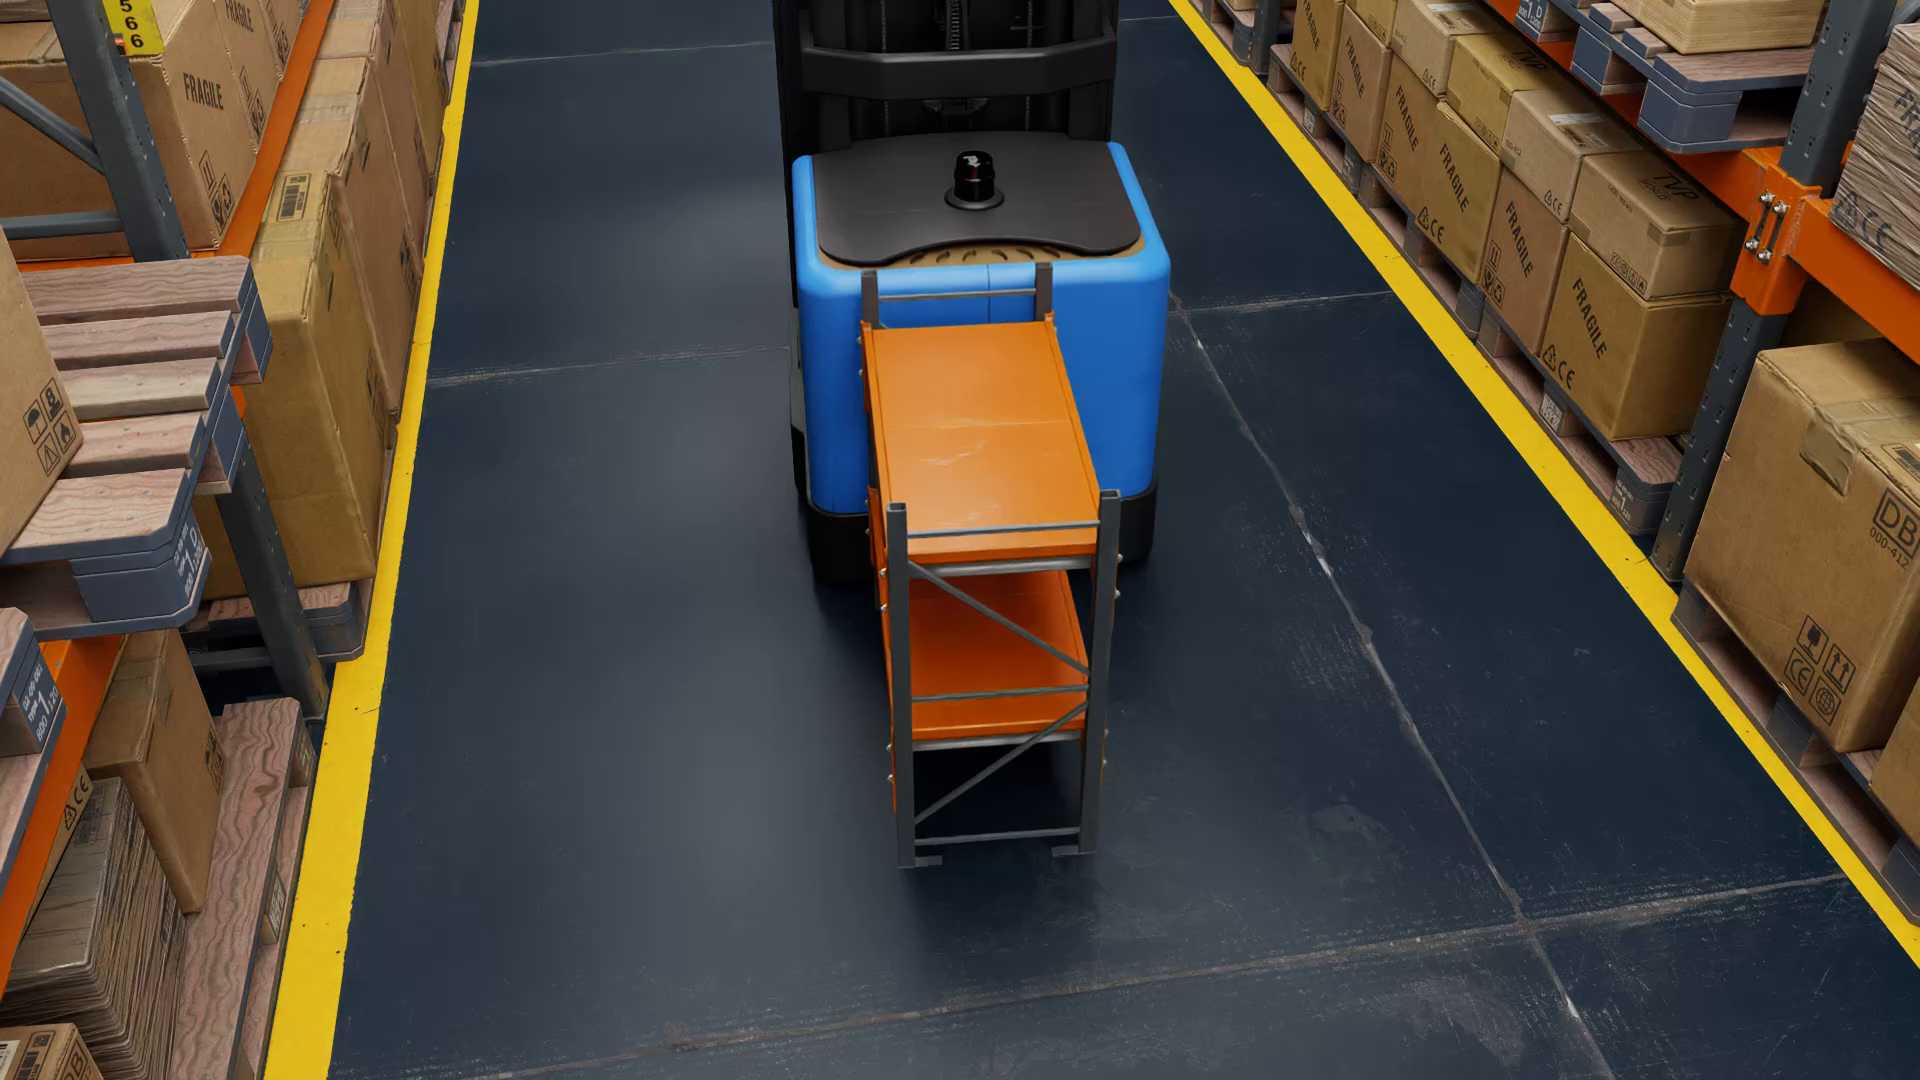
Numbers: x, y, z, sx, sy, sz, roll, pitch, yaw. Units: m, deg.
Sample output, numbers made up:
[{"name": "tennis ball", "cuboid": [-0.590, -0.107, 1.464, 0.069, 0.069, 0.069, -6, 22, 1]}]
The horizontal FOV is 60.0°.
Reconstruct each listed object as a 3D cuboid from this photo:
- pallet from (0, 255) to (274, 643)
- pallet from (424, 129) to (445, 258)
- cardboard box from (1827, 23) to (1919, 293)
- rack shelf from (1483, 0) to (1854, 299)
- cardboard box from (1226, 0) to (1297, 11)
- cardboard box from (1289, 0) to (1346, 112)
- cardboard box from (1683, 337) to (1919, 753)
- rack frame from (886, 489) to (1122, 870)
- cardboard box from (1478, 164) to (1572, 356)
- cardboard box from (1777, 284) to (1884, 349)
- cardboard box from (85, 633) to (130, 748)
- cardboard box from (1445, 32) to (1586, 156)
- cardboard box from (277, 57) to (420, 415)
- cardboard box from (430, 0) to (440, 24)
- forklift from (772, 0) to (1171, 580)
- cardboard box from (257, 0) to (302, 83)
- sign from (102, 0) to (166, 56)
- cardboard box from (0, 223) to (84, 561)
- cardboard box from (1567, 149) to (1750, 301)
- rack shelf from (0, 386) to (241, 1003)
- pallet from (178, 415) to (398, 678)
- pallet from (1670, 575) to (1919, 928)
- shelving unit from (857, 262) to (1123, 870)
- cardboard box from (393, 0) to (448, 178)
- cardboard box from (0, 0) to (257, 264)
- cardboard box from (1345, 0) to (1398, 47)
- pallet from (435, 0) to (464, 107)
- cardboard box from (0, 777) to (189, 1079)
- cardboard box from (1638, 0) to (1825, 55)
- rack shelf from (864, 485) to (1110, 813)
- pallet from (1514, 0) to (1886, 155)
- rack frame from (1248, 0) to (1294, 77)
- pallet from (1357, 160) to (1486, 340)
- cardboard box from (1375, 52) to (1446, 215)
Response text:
[{"name": "pallet", "cuboid": [-2.031, -0.169, 3.179, 1.213, 0.211, 1.003, -6, 38, -8]}, {"name": "pallet", "cuboid": [-2.752, -1.521, 7.035, 1.003, 0.211, 1.213, -6, 38, -8]}, {"name": "cardboard box", "cuboid": [2.453, -0.876, 3.851, 0.500, 0.500, 0.500, -6, 38, -7]}, {"name": "rack shelf", "cuboid": [2.290, -2.060, 6.043, 1.077, 0.370, 4.000, -6, 38, -8]}, {"name": "cardboard box", "cuboid": [1.535, -2.793, 8.381, 0.380, 0.149, 0.250, -6, 38, -7]}, {"name": "cardboard box", "cuboid": [1.807, -2.256, 7.404, 0.500, 0.500, 0.500, -5, 38, -6]}, {"name": "cardboard box", "cuboid": [2.658, -0.036, 4.343, 1.050, 0.750, 0.750, -7, 38, -9]}, {"name": "rack frame", "cuboid": [0.094, 0.360, 3.870, 0.500, 1.125, 0.032, -4, 38, -5]}, {"name": "cardboard box", "cuboid": [2.180, -0.998, 5.785, 0.500, 0.500, 0.500, -5, 38, -6]}, {"name": "cardboard box", "cuboid": [2.767, -0.770, 5.491, 0.500, 0.500, 0.500, -8, 39, -10]}, {"name": "cardboard box", "cuboid": [-2.114, 0.255, 3.545, 0.500, 0.250, 0.500, -5, 38, -6]}, {"name": "cardboard box", "cuboid": [2.089, -1.609, 5.960, 0.500, 0.250, 0.500, -5, 38, -7]}, {"name": "cardboard box", "cuboid": [-2.510, -0.949, 5.416, 1.225, 0.875, 0.875, -6, 38, -8]}, {"name": "cardboard box", "cuboid": [-2.999, -2.814, 7.817, 0.875, 0.875, 0.875, -6, 38, -8]}, {"name": "forklift", "cuboid": [-0.070, -1.931, 5.346, 1.130, 2.935, 3.031, -4, 38, -4]}, {"name": "cardboard box", "cuboid": [-2.264, -1.647, 4.843, 0.500, 0.500, 0.500, -7, 38, -9]}, {"name": "sign", "cuboid": [-1.728, -1.154, 3.411, 0.100, 0.325, 0.005, -6, 38, -8]}, {"name": "cardboard box", "cuboid": [-1.930, -0.221, 2.666, 0.700, 0.500, 0.500, -1, 38, -1]}, {"name": "cardboard box", "cuboid": [2.262, -0.996, 5.171, 0.500, 0.250, 0.500, -7, 38, -9]}, {"name": "rack shelf", "cuboid": [-1.910, 0.828, 2.325, 1.077, 0.370, 4.000, -6, 38, -8]}, {"name": "pallet", "cuboid": [-2.325, -0.047, 5.138, 1.003, 0.211, 1.213, -6, 38, -8]}, {"name": "pallet", "cuboid": [2.704, 0.449, 4.500, 1.003, 0.211, 1.213, -6, 38, -8]}, {"name": "shelving unit", "cuboid": [0.043, 0.050, 4.269, 0.538, 1.125, 1.048, -4, 38, -5]}, {"name": "cardboard box", "cuboid": [-2.830, -2.022, 6.798, 1.225, 0.875, 0.875, -6, 38, -8]}, {"name": "cardboard box", "cuboid": [-2.078, -1.026, 4.044, 0.500, 0.500, 0.500, -5, 38, -7]}, {"name": "cardboard box", "cuboid": [1.904, -2.231, 6.761, 0.500, 0.250, 0.500, -5, 38, -7]}, {"name": "pallet", "cuboid": [-3.018, -2.446, 8.227, 1.003, 0.211, 1.213, -6, 38, -8]}, {"name": "cardboard box", "cuboid": [-2.014, 0.886, 3.344, 0.700, 0.500, 0.500, -9, 39, -12]}, {"name": "cardboard box", "cuboid": [2.101, -1.451, 4.536, 0.380, 0.149, 0.250, -6, 38, -7]}, {"name": "rack shelf", "cuboid": [0.043, 0.243, 4.419, 0.538, 0.278, 1.000, -4, 38, -5]}, {"name": "pallet", "cuboid": [2.410, -1.480, 4.866, 1.213, 0.211, 1.003, -6, 38, -8]}, {"name": "rack frame", "cuboid": [1.939, -3.552, 7.378, 1.000, 3.000, 0.127, -6, 38, -8]}, {"name": "pallet", "cuboid": [2.294, -1.243, 6.677, 1.003, 0.211, 1.213, -6, 38, -8]}, {"name": "cardboard box", "cuboid": [2.007, -1.622, 6.588, 0.500, 0.500, 0.500, -6, 38, -7]}]
